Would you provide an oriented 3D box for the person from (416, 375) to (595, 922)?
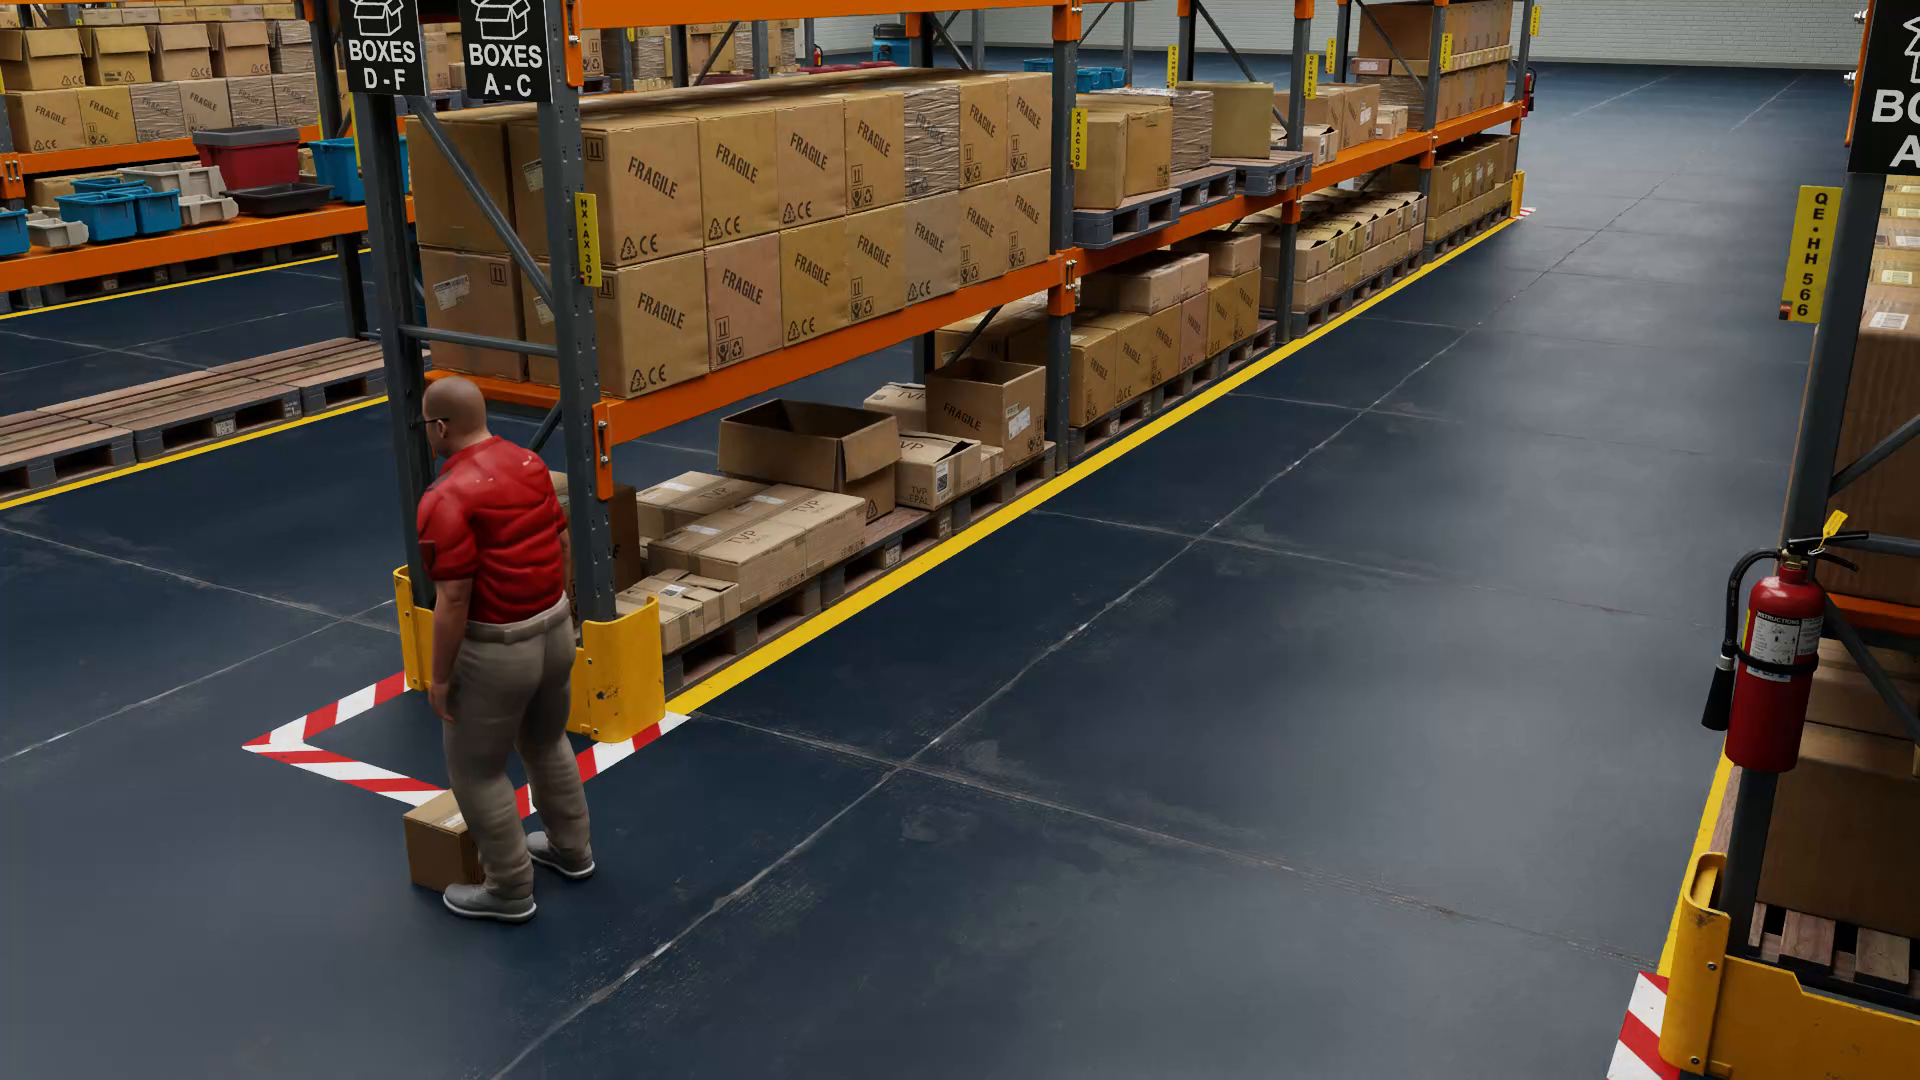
[{"bbox_3d":[-1.418,0.337,5.127,0.399,1.725,0.598,9,21,24],"label":"person"}]
